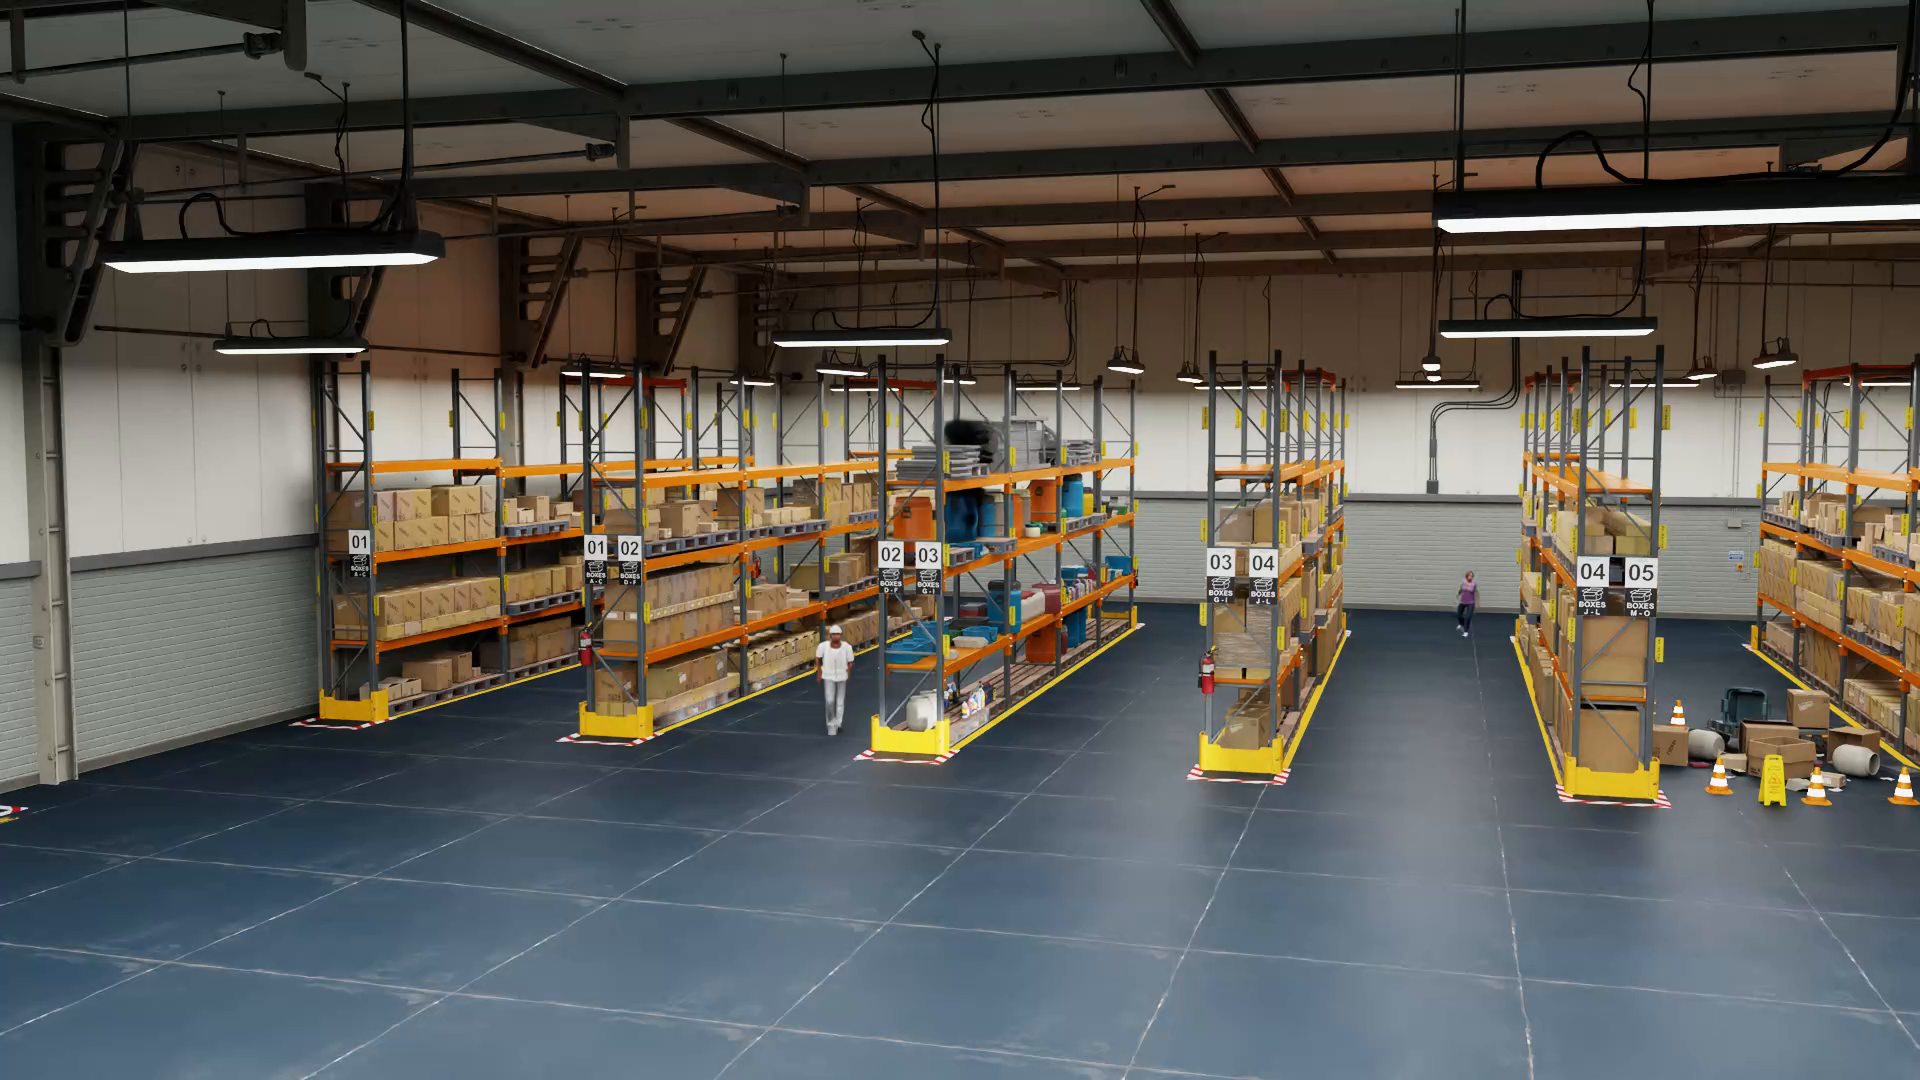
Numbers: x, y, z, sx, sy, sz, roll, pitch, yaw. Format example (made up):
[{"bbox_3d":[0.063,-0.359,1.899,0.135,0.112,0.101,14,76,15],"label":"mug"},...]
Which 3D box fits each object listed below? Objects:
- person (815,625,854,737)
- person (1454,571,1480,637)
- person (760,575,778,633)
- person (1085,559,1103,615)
[{"bbox_3d":[-1.985,2.247,26.548,0.601,1.791,0.824,-1,4,-11],"label":"person"},{"bbox_3d":[11.811,1.468,38.696,0.608,1.543,0.593,2,5,25],"label":"person"},{"bbox_3d":[-4.266,1.617,36.863,0.666,1.511,0.797,1,4,8],"label":"person"},{"bbox_3d":[3.416,1.198,43.051,0.758,1.485,0.643,4,6,45],"label":"person"}]
